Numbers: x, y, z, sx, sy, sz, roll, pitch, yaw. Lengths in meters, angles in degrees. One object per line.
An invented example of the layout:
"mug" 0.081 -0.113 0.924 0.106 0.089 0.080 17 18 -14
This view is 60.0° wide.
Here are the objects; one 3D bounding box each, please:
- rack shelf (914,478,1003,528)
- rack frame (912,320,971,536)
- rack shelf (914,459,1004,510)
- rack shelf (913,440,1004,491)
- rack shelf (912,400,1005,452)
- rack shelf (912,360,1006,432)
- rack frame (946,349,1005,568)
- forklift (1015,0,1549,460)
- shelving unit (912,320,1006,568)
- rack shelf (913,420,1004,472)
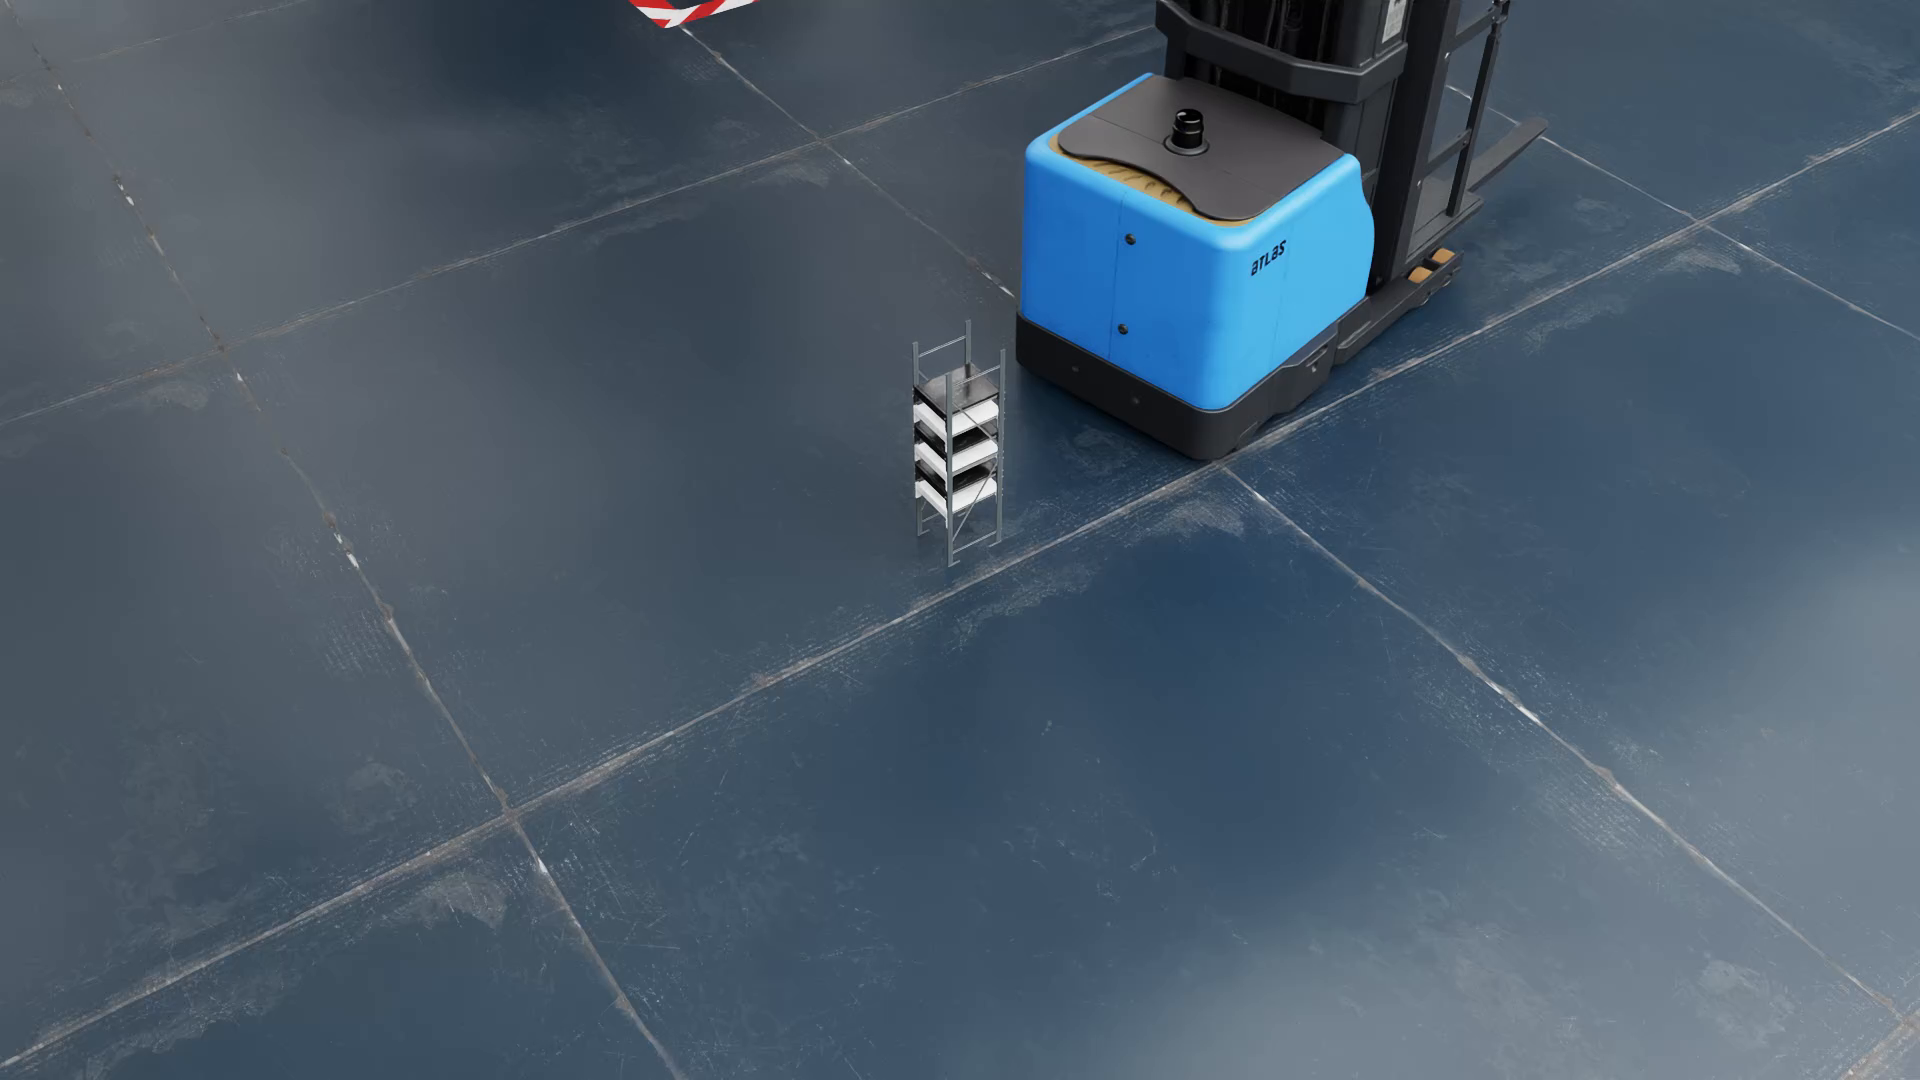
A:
"rack shelf" -0.005 -0.176 6.091 0.258 0.077 0.200 -26 49 -24
"rack frame" -0.063 -0.388 6.004 0.240 0.900 0.006 -26 49 -24
"rack shelf" -0.005 -0.241 6.029 0.258 0.077 0.200 -26 49 -24
"rack shelf" -0.005 -0.306 5.967 0.258 0.077 0.200 -26 49 -24
"rack shelf" -0.005 -0.436 5.843 0.258 0.077 0.200 -26 49 -24
"rack shelf" -0.005 -0.501 5.781 0.258 0.077 0.200 -26 49 -24
"rack frame" 0.054 -0.273 5.884 0.240 0.900 0.006 -26 49 -24
"forklift" 1.591 -2.306 6.543 1.130 2.935 3.031 32 52 29
"shelving unit" -0.005 -0.330 5.944 0.258 0.900 0.210 -26 49 -24
"rack shelf" -0.005 -0.371 5.905 0.258 0.077 0.200 -26 49 -24
